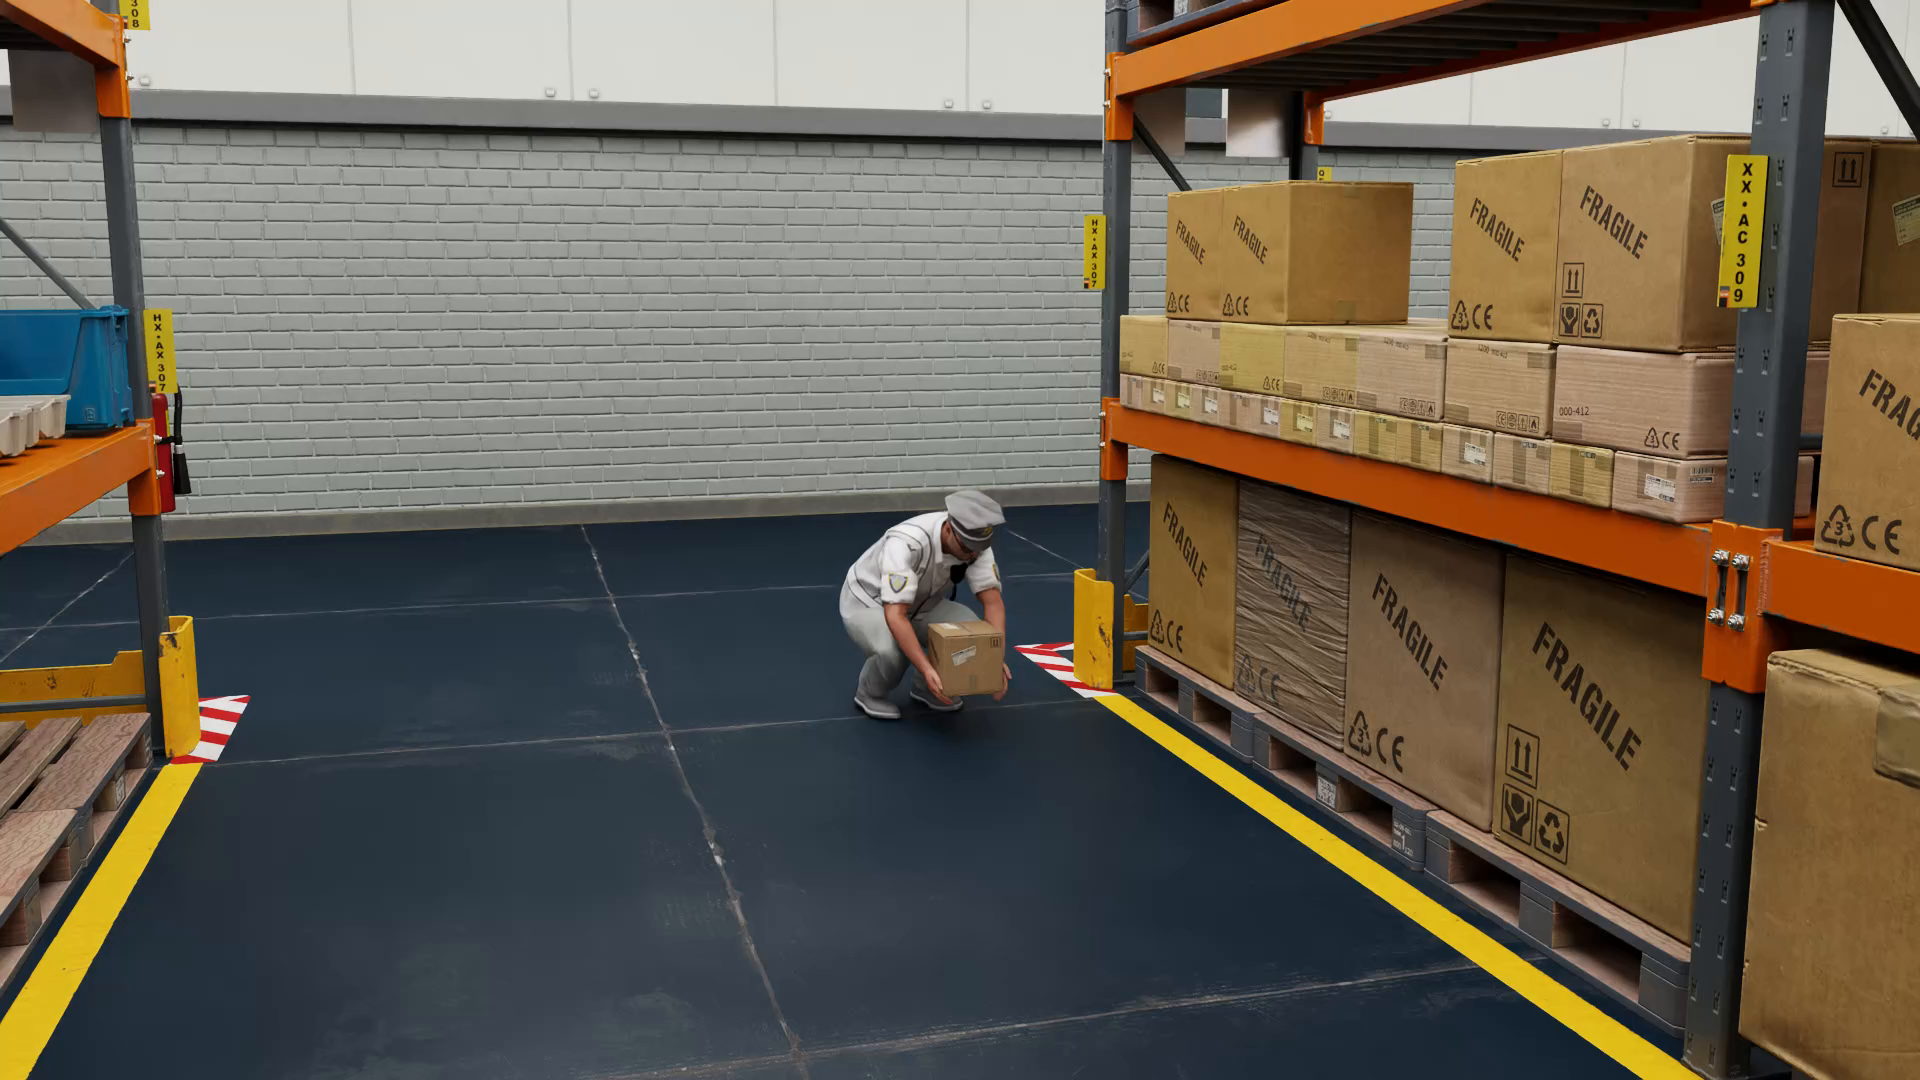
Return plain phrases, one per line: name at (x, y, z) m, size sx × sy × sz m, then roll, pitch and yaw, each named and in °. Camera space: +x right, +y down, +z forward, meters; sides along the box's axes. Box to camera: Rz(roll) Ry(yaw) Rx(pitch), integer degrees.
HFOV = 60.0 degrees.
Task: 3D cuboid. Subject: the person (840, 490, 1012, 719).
person at (-0.144, 0.268, 7.084) m, size 0.562 × 1.001 × 0.926 m, roll -5°, pitch 11°, yaw -30°
